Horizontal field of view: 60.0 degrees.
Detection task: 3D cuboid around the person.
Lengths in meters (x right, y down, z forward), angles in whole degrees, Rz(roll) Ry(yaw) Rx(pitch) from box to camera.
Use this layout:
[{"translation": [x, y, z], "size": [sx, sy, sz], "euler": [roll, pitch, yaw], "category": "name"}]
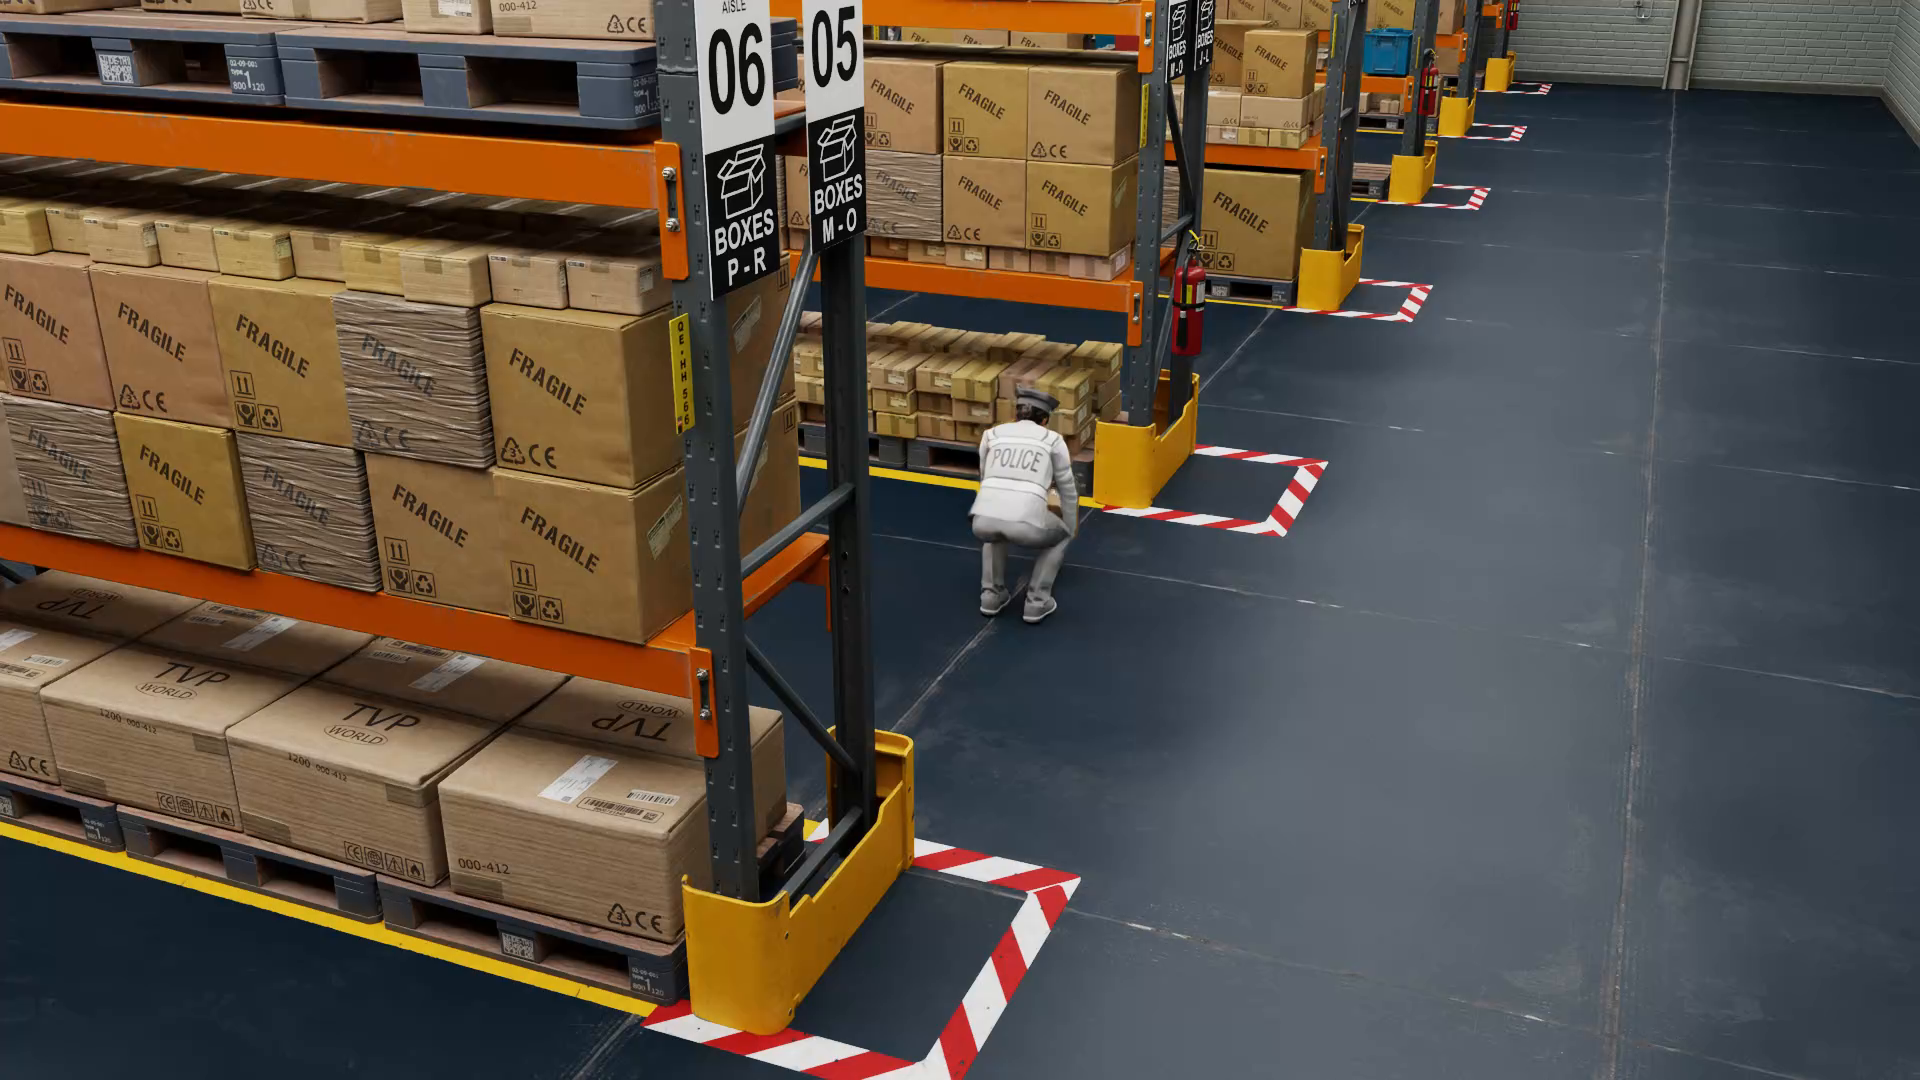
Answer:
[{"translation": [0.293, -0.179, 8.308], "size": [0.505, 1.070, 0.815], "euler": [9, 24, 20], "category": "person"}]
